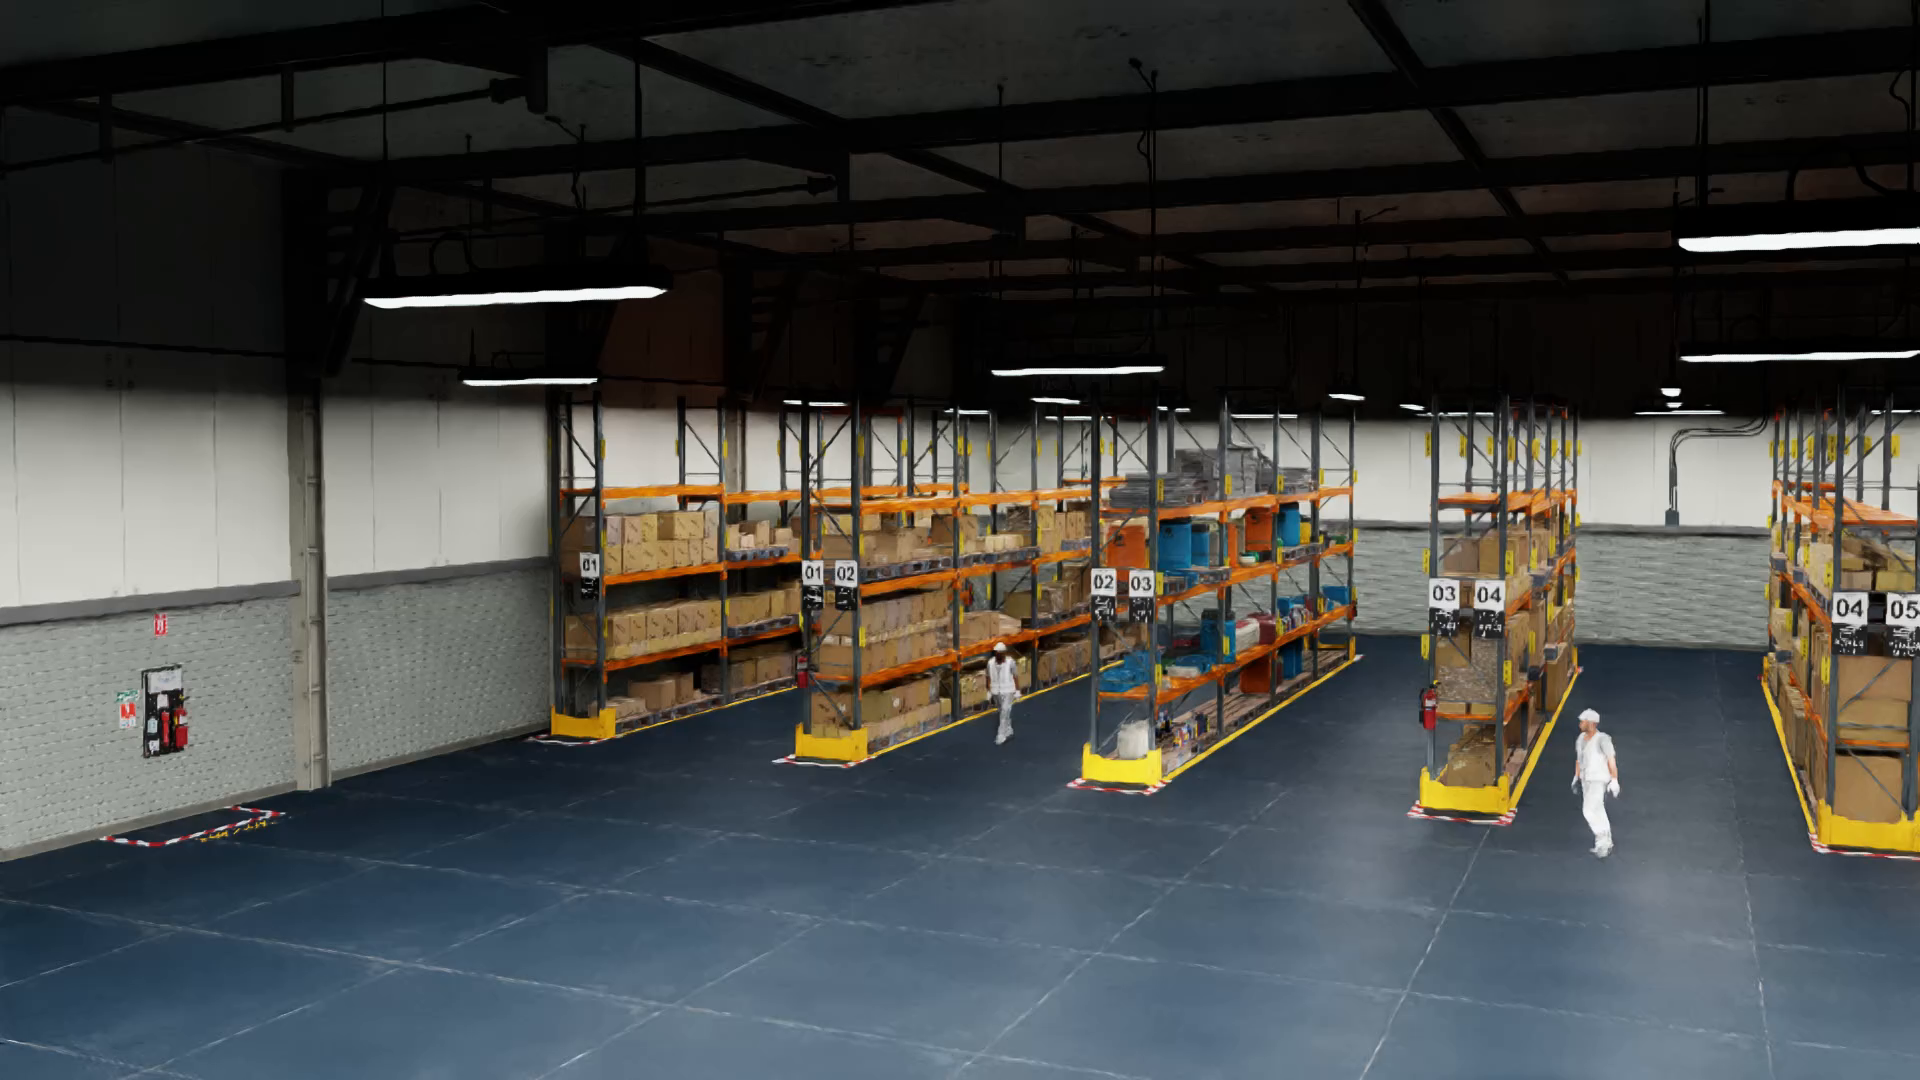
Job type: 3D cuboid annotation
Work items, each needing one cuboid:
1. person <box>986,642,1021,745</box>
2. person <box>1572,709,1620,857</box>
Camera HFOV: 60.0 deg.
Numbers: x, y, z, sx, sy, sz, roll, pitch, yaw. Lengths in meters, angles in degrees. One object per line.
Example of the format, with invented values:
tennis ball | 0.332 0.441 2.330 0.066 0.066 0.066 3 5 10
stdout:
person | 0.693 2.568 28.256 0.566 1.689 1.122 2 4 26
person | 7.805 2.968 20.434 0.490 1.773 0.640 -1 3 -14
